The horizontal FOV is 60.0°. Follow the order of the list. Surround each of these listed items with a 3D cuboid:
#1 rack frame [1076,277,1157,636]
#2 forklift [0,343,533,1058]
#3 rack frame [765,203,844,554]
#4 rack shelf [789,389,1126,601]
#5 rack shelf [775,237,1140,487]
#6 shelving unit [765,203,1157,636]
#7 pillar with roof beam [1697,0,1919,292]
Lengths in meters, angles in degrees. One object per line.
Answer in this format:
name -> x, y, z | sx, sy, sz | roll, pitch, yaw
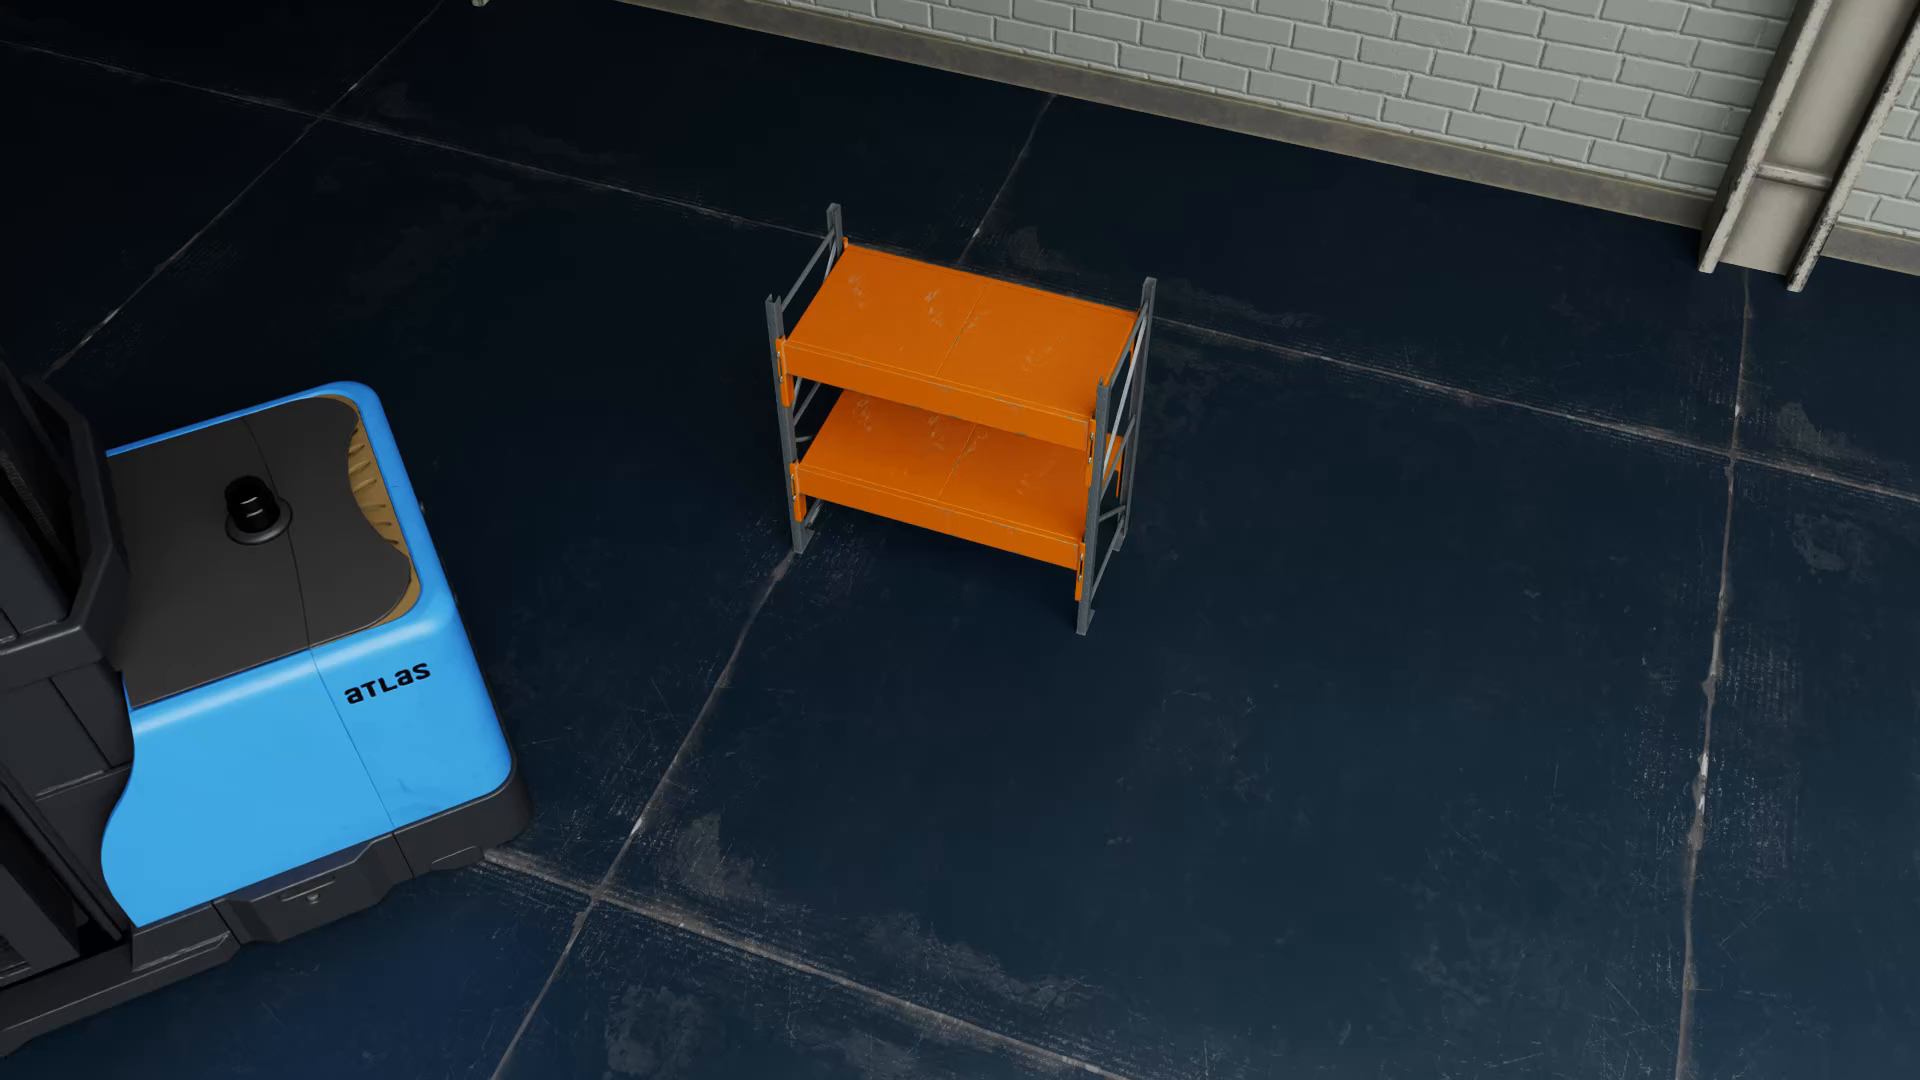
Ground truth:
rack frame -> 0.483, -0.234, 5.208 | 0.032, 1.125, 0.500 | 16, 51, 13
forklift -> -2.828, 0.083, 3.739 | 3.031, 2.935, 1.130 | -20, 52, -17
rack frame -> -0.471, -0.500, 5.439 | 0.032, 1.125, 0.500 | 16, 51, 13
rack shelf -> 0.006, -0.207, 5.508 | 1.000, 0.278, 0.538 | 16, 51, 13
rack shelf -> 0.006, -0.558, 5.102 | 1.000, 0.278, 0.538 | 16, 51, 13
shelving unit -> 0.006, -0.367, 5.323 | 1.048, 1.125, 0.538 | 16, 51, 13
pillar with roof beam -> 1.714, -1.038, 0.695 | 0.400, 9.000, 9.100 | 16, 51, 13
